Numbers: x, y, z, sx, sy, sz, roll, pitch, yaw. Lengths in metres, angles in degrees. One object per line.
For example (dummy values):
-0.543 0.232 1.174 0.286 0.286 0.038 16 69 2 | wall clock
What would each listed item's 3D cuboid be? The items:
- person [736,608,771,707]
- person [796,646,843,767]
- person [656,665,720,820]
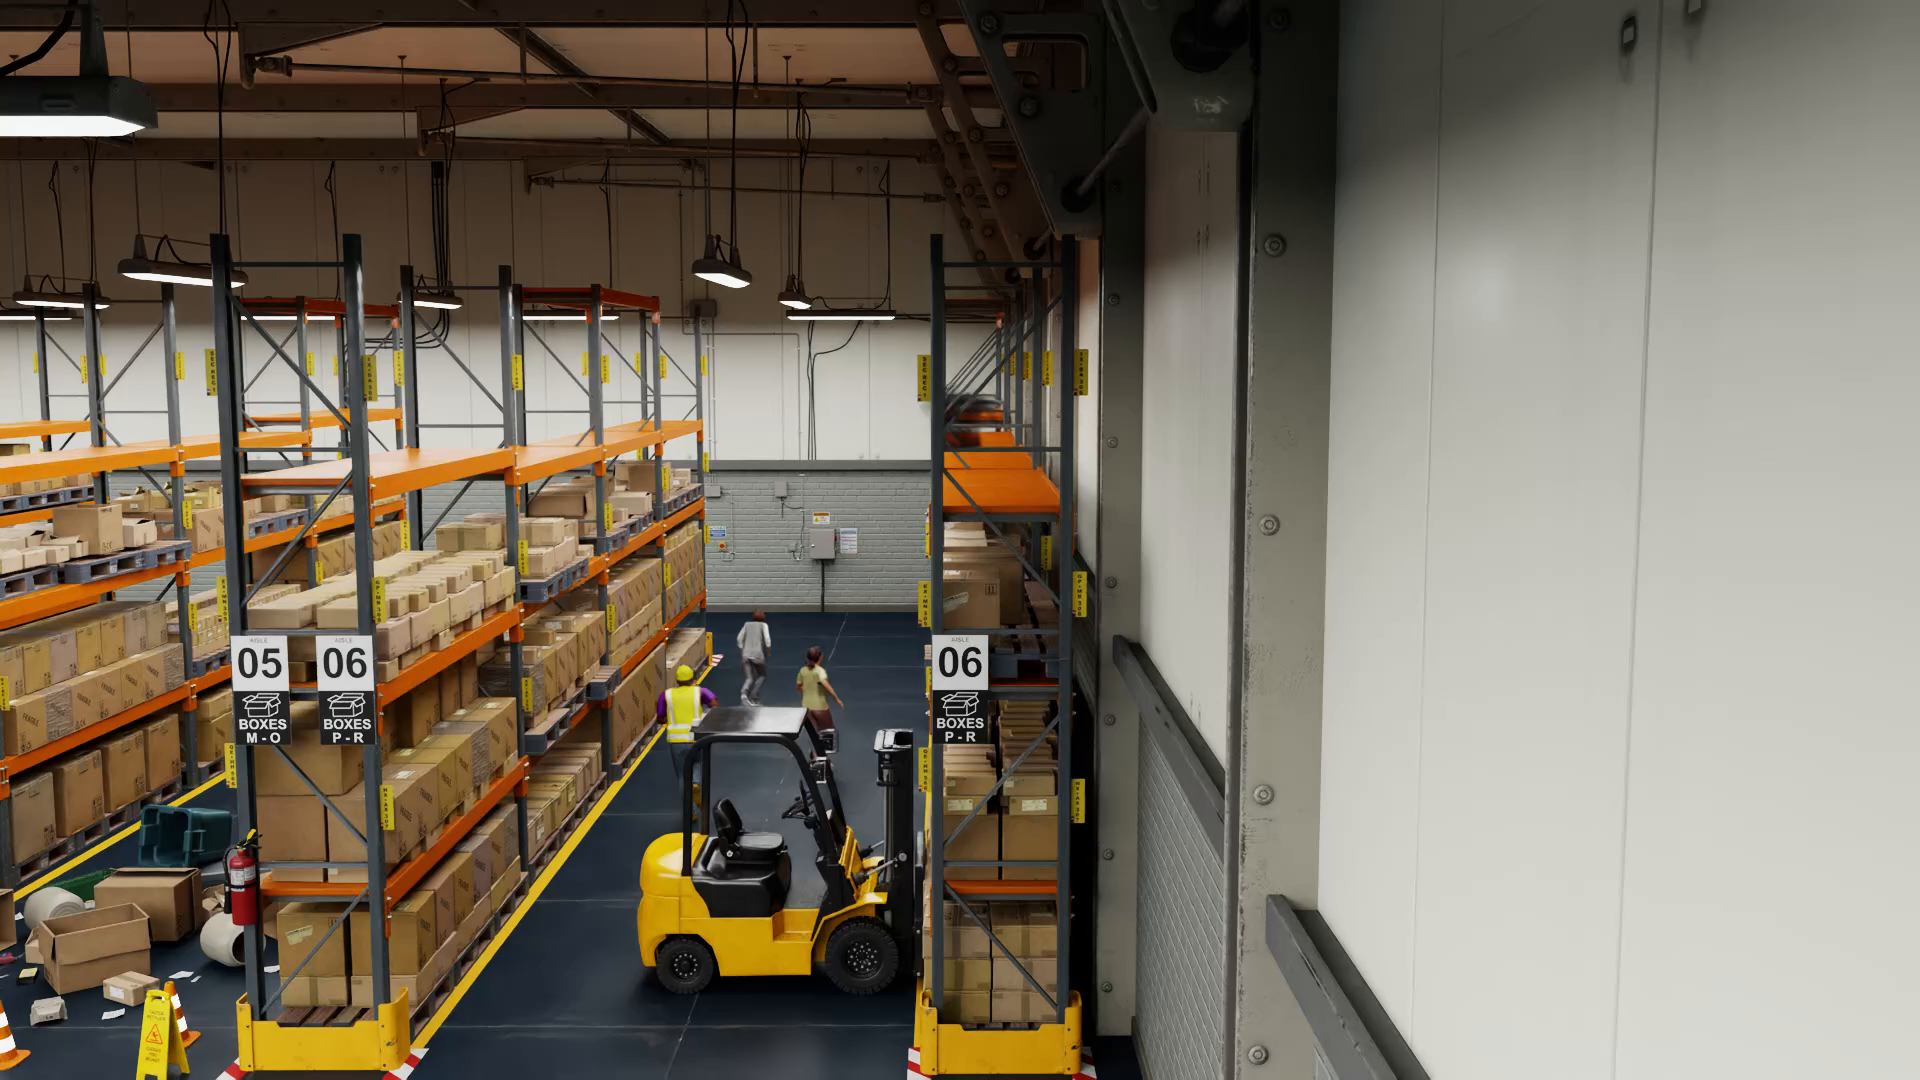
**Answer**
-3.062 1.795 24.327 0.543 1.402 0.964 1 6 13 | person
-1.791 2.128 20.645 0.686 1.601 0.585 3 7 22 | person
-3.070 2.259 18.737 0.671 1.683 0.772 -2 7 -17 | person
